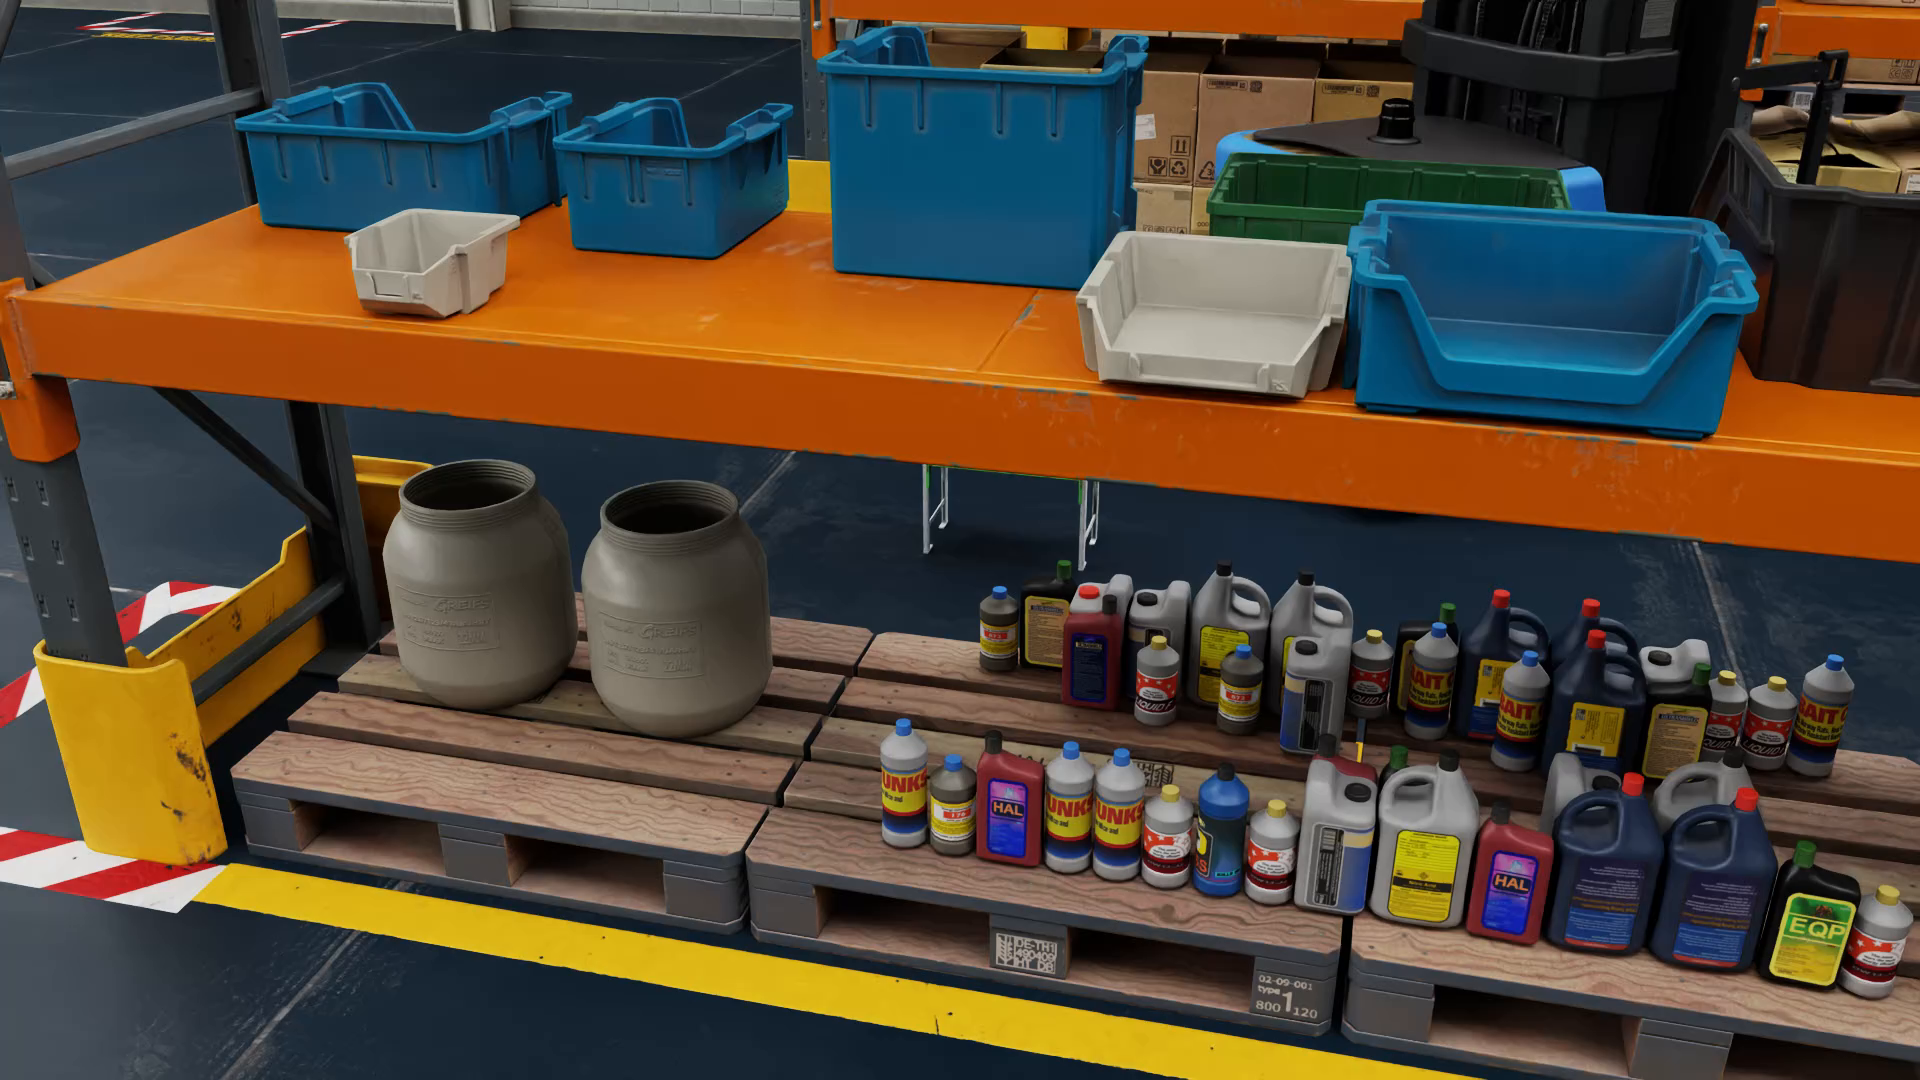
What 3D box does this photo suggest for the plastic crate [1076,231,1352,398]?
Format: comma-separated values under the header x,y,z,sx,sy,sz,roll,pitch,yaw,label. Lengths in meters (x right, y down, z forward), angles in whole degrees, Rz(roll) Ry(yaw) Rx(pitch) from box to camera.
x,y,z,sx,sy,sz,roll,pitch,yaw,label
0.447,-0.390,2.886,0.437,0.136,0.530,6,26,13,plastic crate

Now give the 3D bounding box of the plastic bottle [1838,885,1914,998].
x,y,z,sx,sy,sz,roll,pitch,yaw,label
1.653,0.715,3.002,0.097,0.201,0.097,0,25,0,plastic bottle

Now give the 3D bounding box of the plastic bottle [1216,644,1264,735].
x,y,z,sx,sy,sz,roll,pitch,yaw,label
0.642,0.334,3.802,0.097,0.201,0.097,0,25,0,plastic bottle

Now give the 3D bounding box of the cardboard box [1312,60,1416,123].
x,y,z,sx,sy,sz,roll,pitch,yaw,label
1.849,-1.858,7.501,0.500,0.500,0.500,6,26,13,cardboard box

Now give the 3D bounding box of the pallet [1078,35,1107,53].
x,y,z,sx,sy,sz,roll,pitch,yaw,label
1.527,-3.624,12.617,1.213,0.211,1.003,6,26,13,pallet

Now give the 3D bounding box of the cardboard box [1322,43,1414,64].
x,y,z,sx,sy,sz,roll,pitch,yaw,label
1.980,-2.076,7.959,0.500,0.500,0.500,6,26,13,cardboard box

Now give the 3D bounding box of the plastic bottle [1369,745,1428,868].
x,y,z,sx,sy,sz,roll,pitch,yaw,label
0.889,0.538,3.279,0.133,0.283,0.061,6,26,13,plastic bottle

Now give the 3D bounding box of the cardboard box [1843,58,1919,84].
x,y,z,sx,sy,sz,roll,pitch,yaw,label
6.264,-3.457,11.418,0.500,0.500,0.700,7,26,14,cardboard box

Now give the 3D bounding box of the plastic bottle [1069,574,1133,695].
x,y,z,sx,sy,sz,roll,pitch,yaw,label
0.333,0.215,3.966,0.135,0.276,0.152,7,26,13,plastic bottle

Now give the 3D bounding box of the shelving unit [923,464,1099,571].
x,y,z,sx,sy,sz,roll,pitch,yaw,label
0.160,-0.524,4.955,0.503,1.200,0.258,6,26,13,shelving unit

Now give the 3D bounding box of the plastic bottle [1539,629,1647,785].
x,y,z,sx,sy,sz,roll,pitch,yaw,label
1.368,0.358,3.579,0.185,0.351,0.144,6,26,13,plastic bottle

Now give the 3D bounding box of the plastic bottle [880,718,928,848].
x,y,z,sx,sy,sz,roll,pitch,yaw,label
-0.113,0.488,3.397,0.097,0.271,0.097,0,25,0,plastic bottle

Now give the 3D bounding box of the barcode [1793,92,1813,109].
x,y,z,sx,sy,sz,roll,pitch,yaw,label
3.463,-1.805,6.831,0.075,0.075,0.001,6,26,13,barcode

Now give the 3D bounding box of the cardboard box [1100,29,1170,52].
x,y,z,sx,sy,sz,roll,pitch,yaw,label
1.323,-3.866,12.498,0.500,0.311,0.500,3,26,7,cardboard box

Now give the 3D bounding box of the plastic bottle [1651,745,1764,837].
x,y,z,sx,sy,sz,roll,pitch,yaw,label
1.423,0.548,3.180,0.185,0.351,0.144,6,26,13,plastic bottle

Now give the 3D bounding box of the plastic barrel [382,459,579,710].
x,y,z,sx,sy,sz,roll,pitch,yaw,label
-1.135,0.104,3.949,0.421,0.512,0.421,0,25,0,plastic barrel

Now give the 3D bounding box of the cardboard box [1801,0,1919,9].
x,y,z,sx,sy,sz,roll,pitch,yaw,label
3.807,-2.400,6.976,0.500,0.250,0.500,8,27,16,cardboard box

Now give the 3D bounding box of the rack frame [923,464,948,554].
x,y,z,sx,sy,sz,roll,pitch,yaw,label
-0.076,-0.550,5.010,0.015,1.200,0.240,6,26,13,rack frame

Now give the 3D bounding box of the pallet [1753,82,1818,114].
x,y,z,sx,sy,sz,roll,pitch,yaw,label
5.304,-3.223,11.775,1.213,0.211,1.003,6,26,13,pallet

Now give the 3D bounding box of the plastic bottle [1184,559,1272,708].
x,y,z,sx,sy,sz,roll,pitch,yaw,label
0.629,0.212,3.885,0.185,0.351,0.144,7,26,15,plastic bottle

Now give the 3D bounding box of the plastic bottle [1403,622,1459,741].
x,y,z,sx,sy,sz,roll,pitch,yaw,label
1.069,0.313,3.765,0.097,0.271,0.097,0,25,0,plastic bottle

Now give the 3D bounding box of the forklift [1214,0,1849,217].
x,y,z,sx,sy,sz,roll,pitch,yaw,label
2.413,-1.839,5.702,3.031,2.935,1.130,-12,28,-24,forklift

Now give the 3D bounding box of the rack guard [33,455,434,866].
x,y,z,sx,sy,sz,roll,pitch,yaw,label
-1.706,0.248,4.147,0.348,0.500,1.175,6,26,13,rack guard

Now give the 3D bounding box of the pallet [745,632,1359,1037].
x,y,z,sx,sy,sz,roll,pitch,yaw,label
0.257,0.599,3.745,1.213,0.211,1.003,6,26,13,pallet

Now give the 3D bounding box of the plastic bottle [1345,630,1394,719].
x,y,z,sx,sy,sz,roll,pitch,yaw,label
0.953,0.305,3.864,0.097,0.201,0.097,0,25,0,plastic bottle

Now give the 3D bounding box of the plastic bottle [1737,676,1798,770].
x,y,z,sx,sy,sz,roll,pitch,yaw,label
1.784,0.397,3.671,0.097,0.201,0.097,0,25,0,plastic bottle

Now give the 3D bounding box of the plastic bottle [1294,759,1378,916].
x,y,z,sx,sy,sz,roll,pitch,yaw,label
0.732,0.567,3.225,0.135,0.276,0.152,7,26,14,plastic bottle

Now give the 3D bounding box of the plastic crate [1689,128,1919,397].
x,y,z,sx,sy,sz,roll,pitch,yaw,label
1.607,-0.522,2.928,0.504,0.338,0.767,6,26,13,plastic crate

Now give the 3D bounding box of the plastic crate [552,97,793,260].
x,y,z,sx,sy,sz,roll,pitch,yaw,label
-0.605,-0.801,3.615,0.408,0.251,0.499,6,26,13,plastic crate

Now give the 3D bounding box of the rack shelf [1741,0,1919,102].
x,y,z,sx,sy,sz,roll,pitch,yaw,label
5.257,-1.963,6.721,4.000,0.370,1.077,6,26,13,rack shelf

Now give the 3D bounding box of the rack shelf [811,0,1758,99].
x,y,z,sx,sy,sz,roll,pitch,yaw,label
1.383,-2.392,7.621,4.000,0.370,1.077,6,26,13,rack shelf

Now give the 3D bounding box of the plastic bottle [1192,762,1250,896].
x,y,z,sx,sy,sz,roll,pitch,yaw,label
0.512,0.557,3.252,0.097,0.271,0.097,0,25,0,plastic bottle

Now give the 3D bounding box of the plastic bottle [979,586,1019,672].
x,y,z,sx,sy,sz,roll,pitch,yaw,label
0.096,0.210,4.063,0.097,0.201,0.097,0,25,0,plastic bottle

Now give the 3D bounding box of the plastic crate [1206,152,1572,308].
x,y,z,sx,sy,sz,roll,pitch,yaw,label
0.838,-0.608,3.283,0.662,0.188,0.450,6,26,13,plastic crate

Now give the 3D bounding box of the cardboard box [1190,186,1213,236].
x,y,z,sx,sy,sz,roll,pitch,yaw,label
1.362,-1.567,7.763,0.500,0.250,0.500,6,26,13,cardboard box

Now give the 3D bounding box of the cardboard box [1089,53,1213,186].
x,y,z,sx,sy,sz,roll,pitch,yaw,label
0.882,-1.966,7.728,0.500,0.500,0.500,6,26,13,cardboard box

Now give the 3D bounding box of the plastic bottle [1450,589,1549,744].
x,y,z,sx,sy,sz,roll,pitch,yaw,label
1.221,0.277,3.747,0.185,0.351,0.144,5,26,11,plastic bottle

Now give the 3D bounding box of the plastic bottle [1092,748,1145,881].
x,y,z,sx,sy,sz,roll,pitch,yaw,label
0.315,0.536,3.297,0.097,0.271,0.097,0,25,0,plastic bottle

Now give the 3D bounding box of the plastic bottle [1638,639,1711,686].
x,y,z,sx,sy,sz,roll,pitch,yaw,label
1.563,0.351,3.680,0.135,0.276,0.152,7,26,15,plastic bottle

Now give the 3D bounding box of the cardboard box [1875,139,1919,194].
x,y,z,sx,sy,sz,roll,pitch,yaw,label
4.141,-1.500,6.969,0.500,0.311,0.500,6,26,12,cardboard box

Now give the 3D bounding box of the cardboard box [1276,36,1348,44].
x,y,z,sx,sy,sz,roll,pitch,yaw,label
2.574,-3.791,12.120,0.500,0.500,0.700,5,26,10,cardboard box

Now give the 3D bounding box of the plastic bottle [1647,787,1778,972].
x,y,z,sx,sy,sz,roll,pitch,yaw,label
1.387,0.608,3.053,0.185,0.351,0.144,6,26,12,plastic bottle

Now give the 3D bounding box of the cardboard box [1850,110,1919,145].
x,y,z,sx,sy,sz,roll,pitch,yaw,label
4.289,-1.727,7.445,0.500,0.311,0.500,7,26,14,cardboard box

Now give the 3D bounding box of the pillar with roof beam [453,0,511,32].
x,y,z,sx,sy,sz,roll,pitch,yaw,label
-5.314,-6.837,9.143,0.400,9.000,9.100,6,26,13,pillar with roof beam

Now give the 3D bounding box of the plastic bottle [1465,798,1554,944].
x,y,z,sx,sy,sz,roll,pitch,yaw,label
1.033,0.618,3.111,0.133,0.283,0.061,8,27,16,plastic bottle

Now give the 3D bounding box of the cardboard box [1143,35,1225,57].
x,y,z,sx,sy,sz,roll,pitch,yaw,label
1.011,-2.183,8.183,0.500,0.500,0.500,6,26,13,cardboard box

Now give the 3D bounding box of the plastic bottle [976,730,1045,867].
x,y,z,sx,sy,sz,roll,pitch,yaw,label
0.101,0.515,3.328,0.133,0.283,0.061,7,26,14,plastic bottle

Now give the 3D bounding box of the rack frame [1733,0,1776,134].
x,y,z,sx,sy,sz,roll,pitch,yaw,label
3.320,-2.502,7.016,0.127,3.000,1.000,6,26,13,rack frame
